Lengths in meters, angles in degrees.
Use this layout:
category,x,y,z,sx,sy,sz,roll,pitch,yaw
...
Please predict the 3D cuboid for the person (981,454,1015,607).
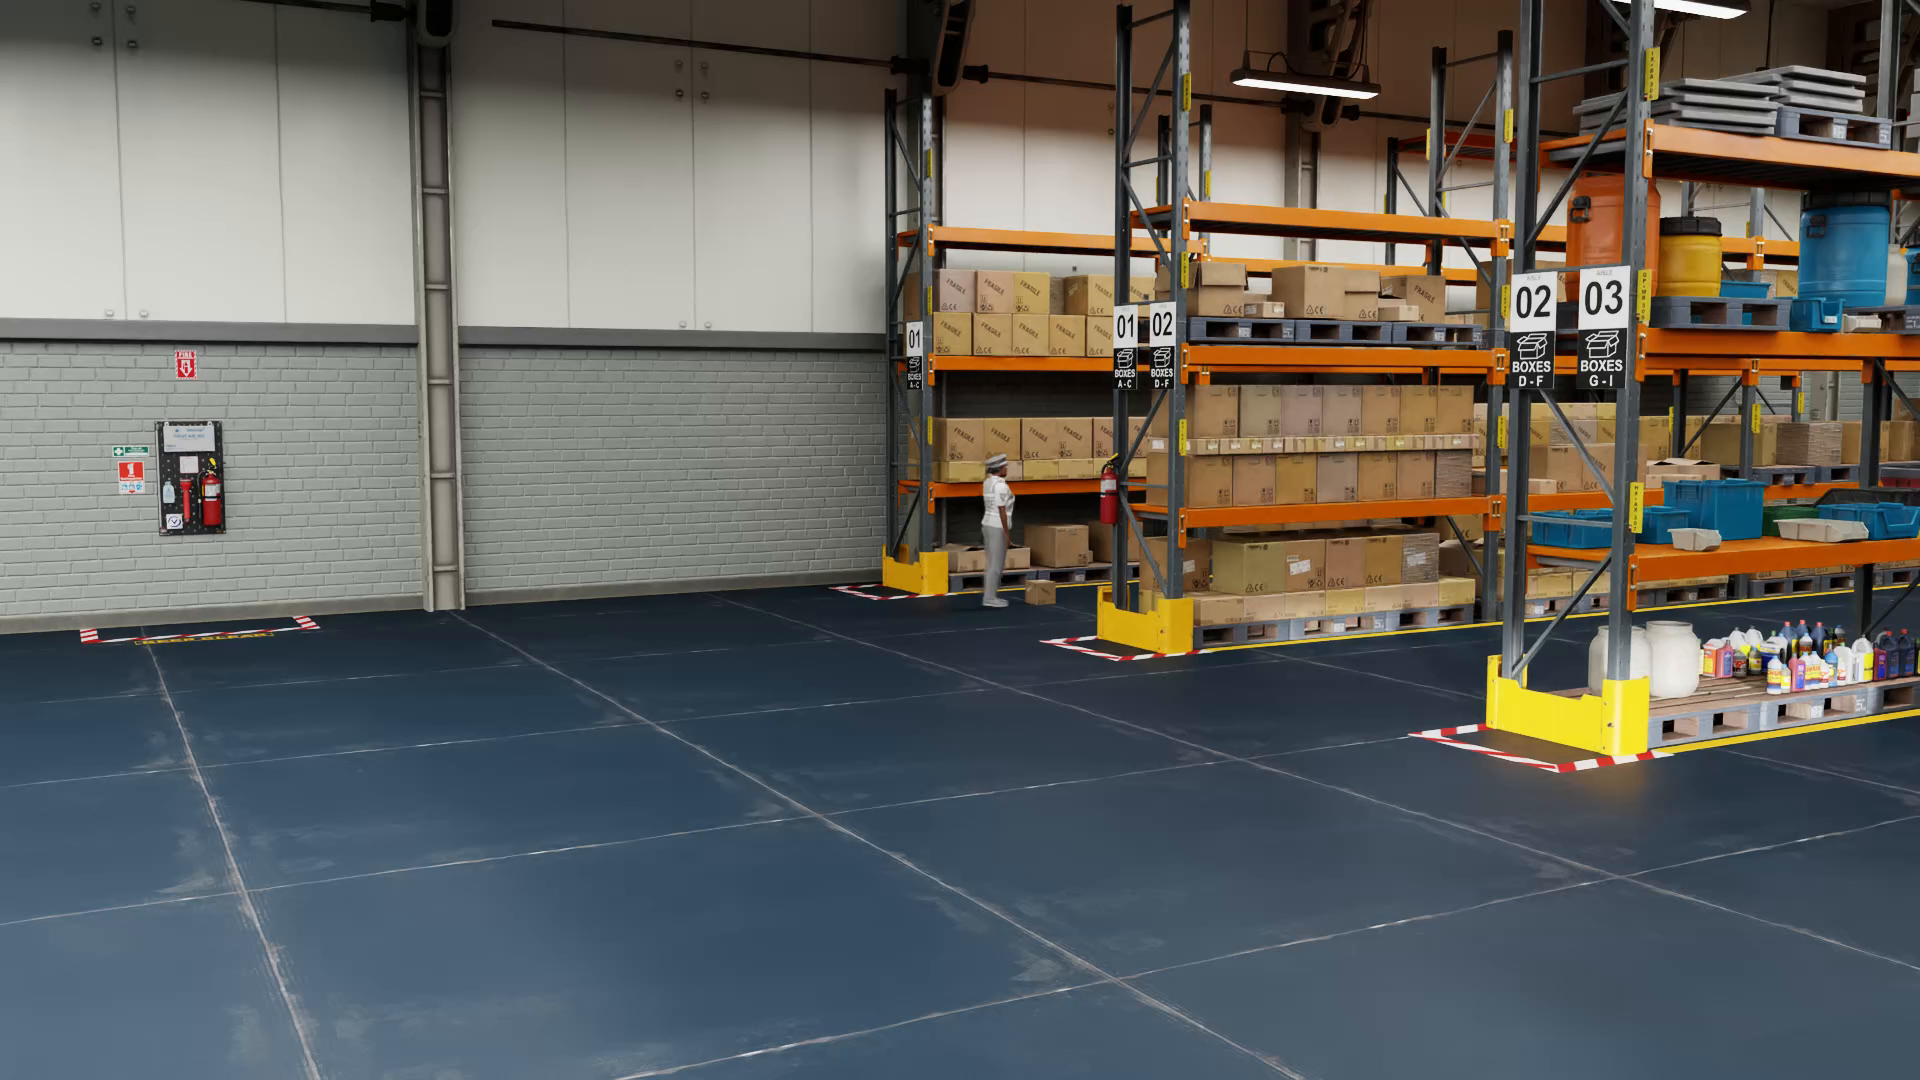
category,x,y,z,sx,sy,sz,roll,pitch,yaw
person,0.402,-0.110,18.363,0.368,1.685,0.475,-2,5,-19
